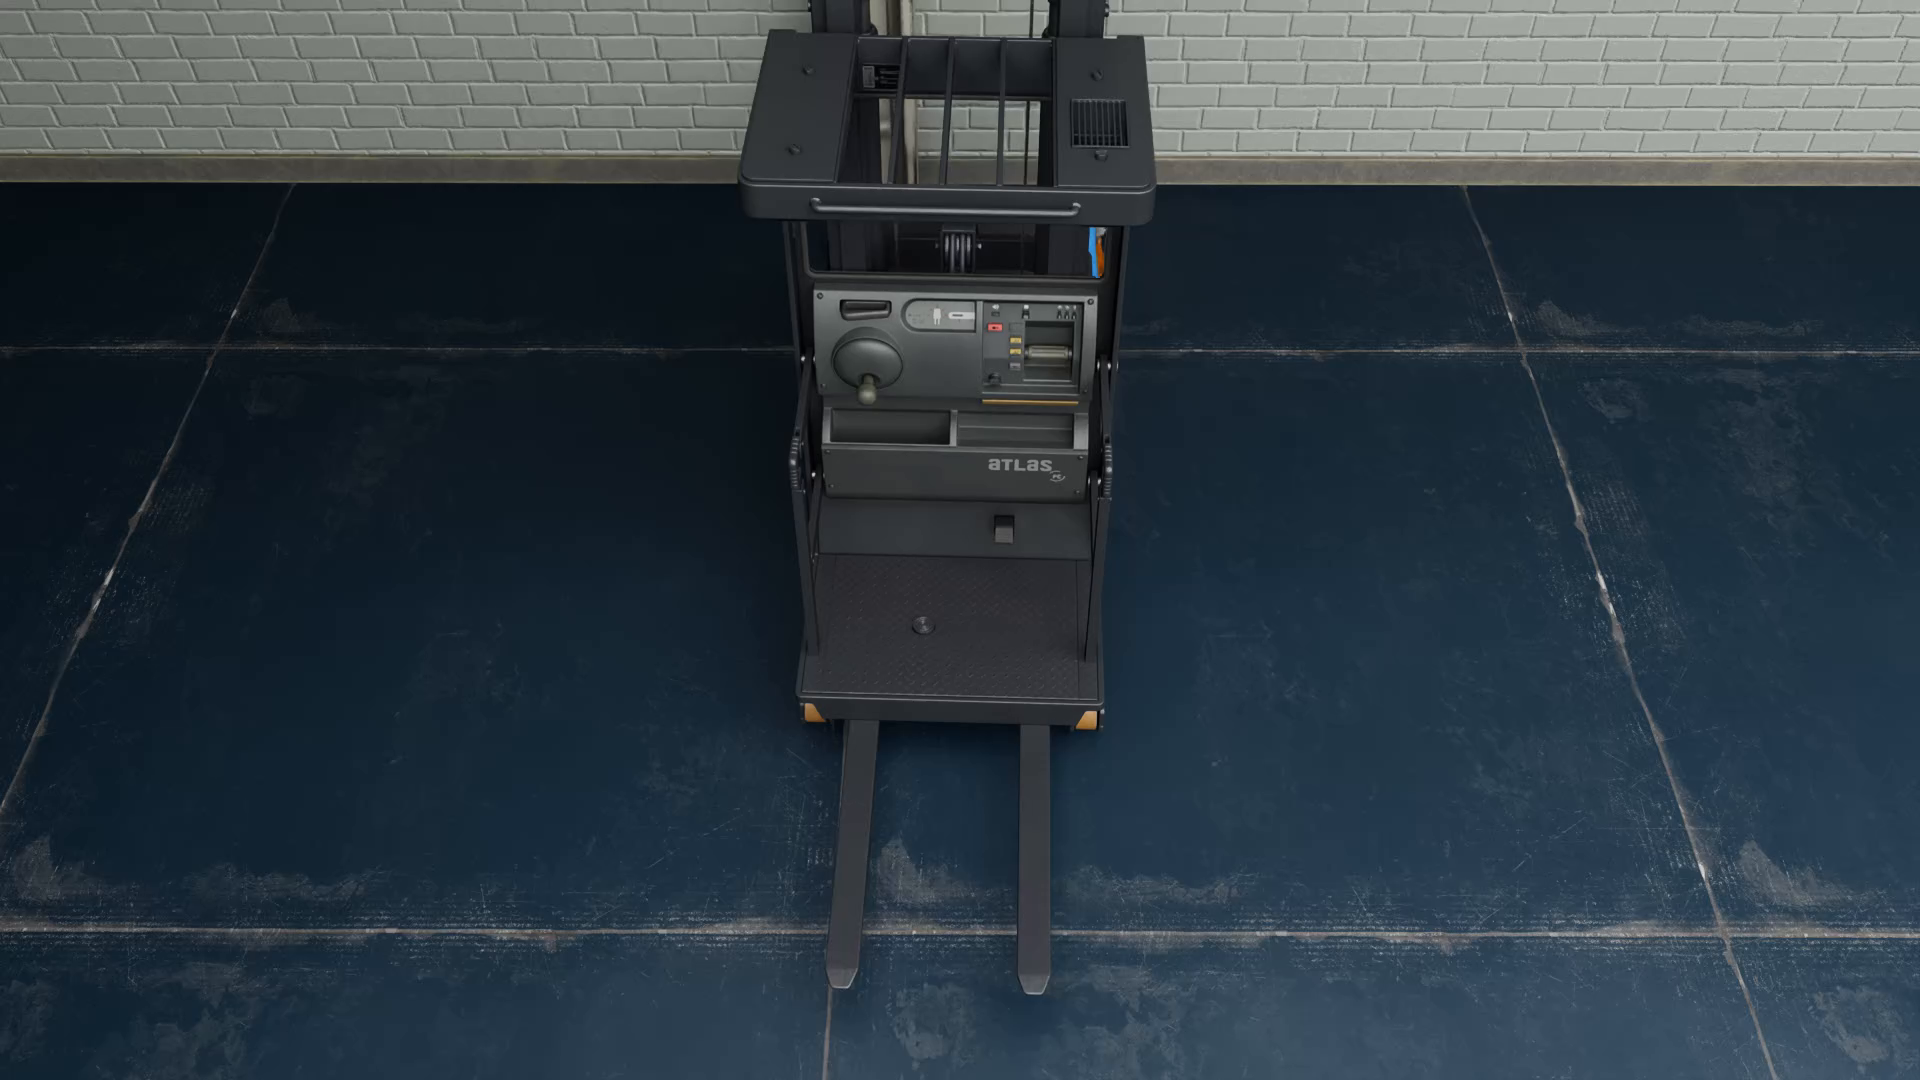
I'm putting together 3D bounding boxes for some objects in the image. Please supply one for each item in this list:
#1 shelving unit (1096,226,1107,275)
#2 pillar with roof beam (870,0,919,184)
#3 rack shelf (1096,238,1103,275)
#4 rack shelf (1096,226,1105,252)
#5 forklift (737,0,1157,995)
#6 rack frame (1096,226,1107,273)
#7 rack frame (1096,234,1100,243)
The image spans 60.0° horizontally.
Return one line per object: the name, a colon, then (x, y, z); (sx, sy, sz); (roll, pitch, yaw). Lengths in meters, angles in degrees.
shelving unit: (0.509, -1.127, 7.156); (0.215, 1.050, 0.252); (-2, 45, -2)
pillar with roof beam: (-0.428, -1.656, 2.225); (0.400, 9.000, 9.100); (0, 47, 0)
rack shelf: (0.509, -1.119, 7.163); (0.215, 0.259, 0.240); (-2, 45, -2)
rack shelf: (0.509, -1.320, 6.963); (0.215, 0.259, 0.240); (-2, 45, -2)
forklift: (-0.022, -0.540, 5.331); (1.130, 2.935, 3.031); (1, 47, 1)
rack frame: (0.515, -1.041, 7.070); (0.200, 1.050, 0.008); (-2, 45, -2)
rack frame: (0.504, -1.213, 7.242); (0.200, 1.050, 0.008); (-2, 45, -2)
